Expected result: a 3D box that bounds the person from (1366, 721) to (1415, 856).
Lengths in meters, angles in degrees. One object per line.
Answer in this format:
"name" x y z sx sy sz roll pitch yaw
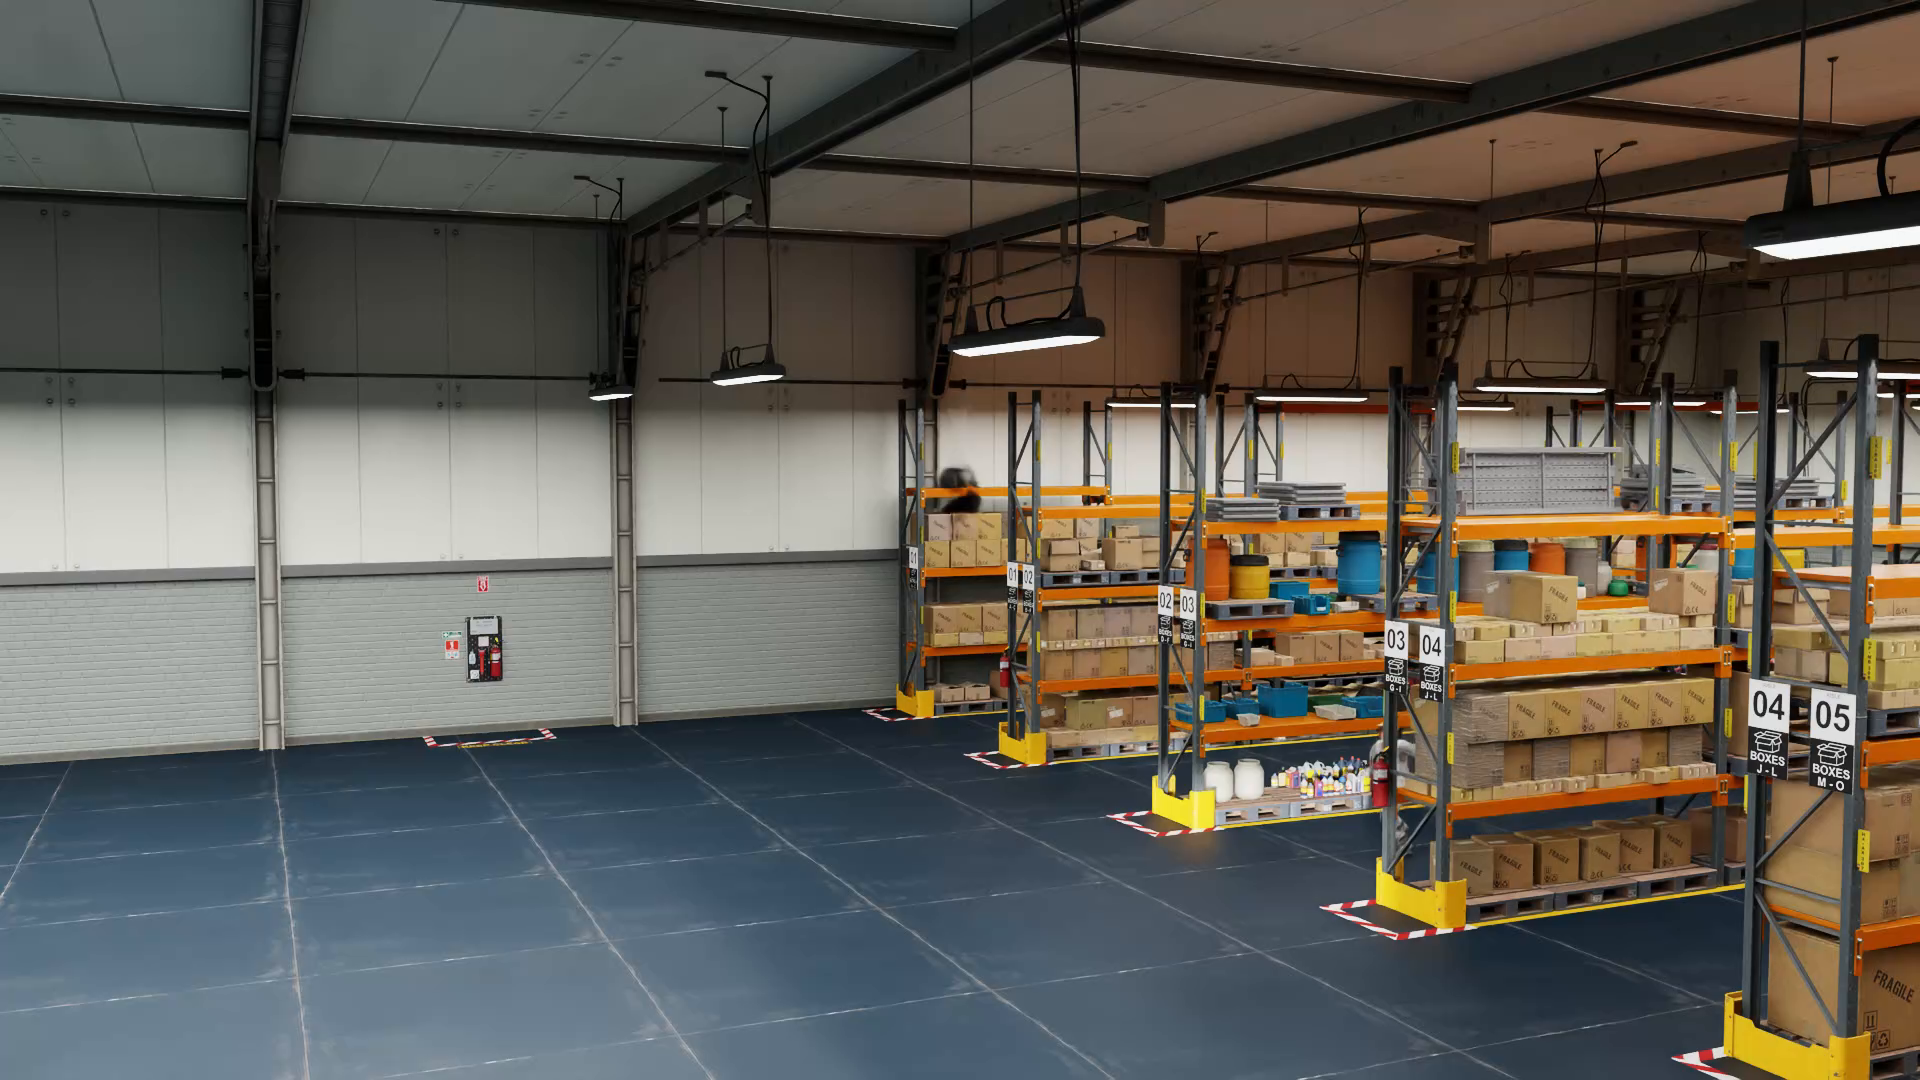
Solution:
"person" 5.337 3.083 20.602 0.657 1.728 0.707 -3 4 -37
